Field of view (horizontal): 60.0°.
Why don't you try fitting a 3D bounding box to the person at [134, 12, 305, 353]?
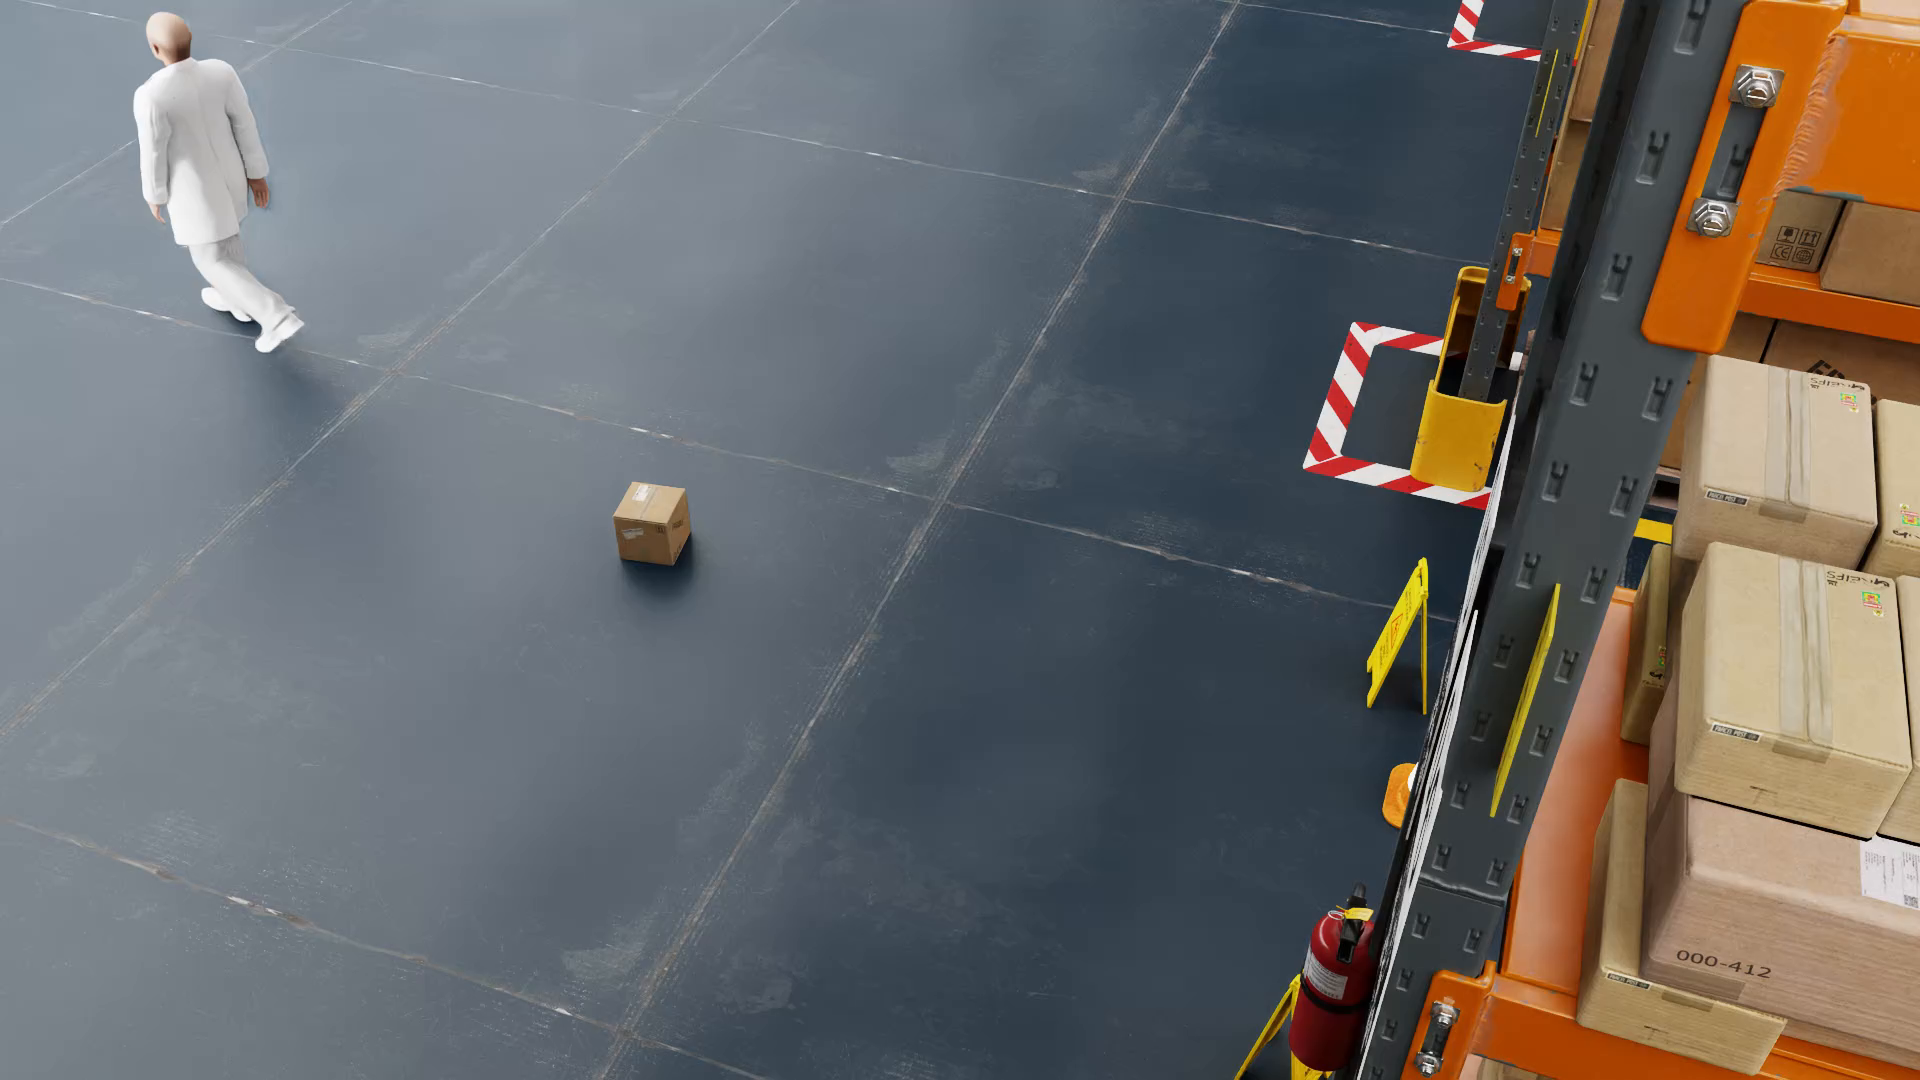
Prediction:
[{"bbox_3d":[-3.685,-1.745,8.173,0.980,1.747,0.568,21,45,22],"label":"person"}]
